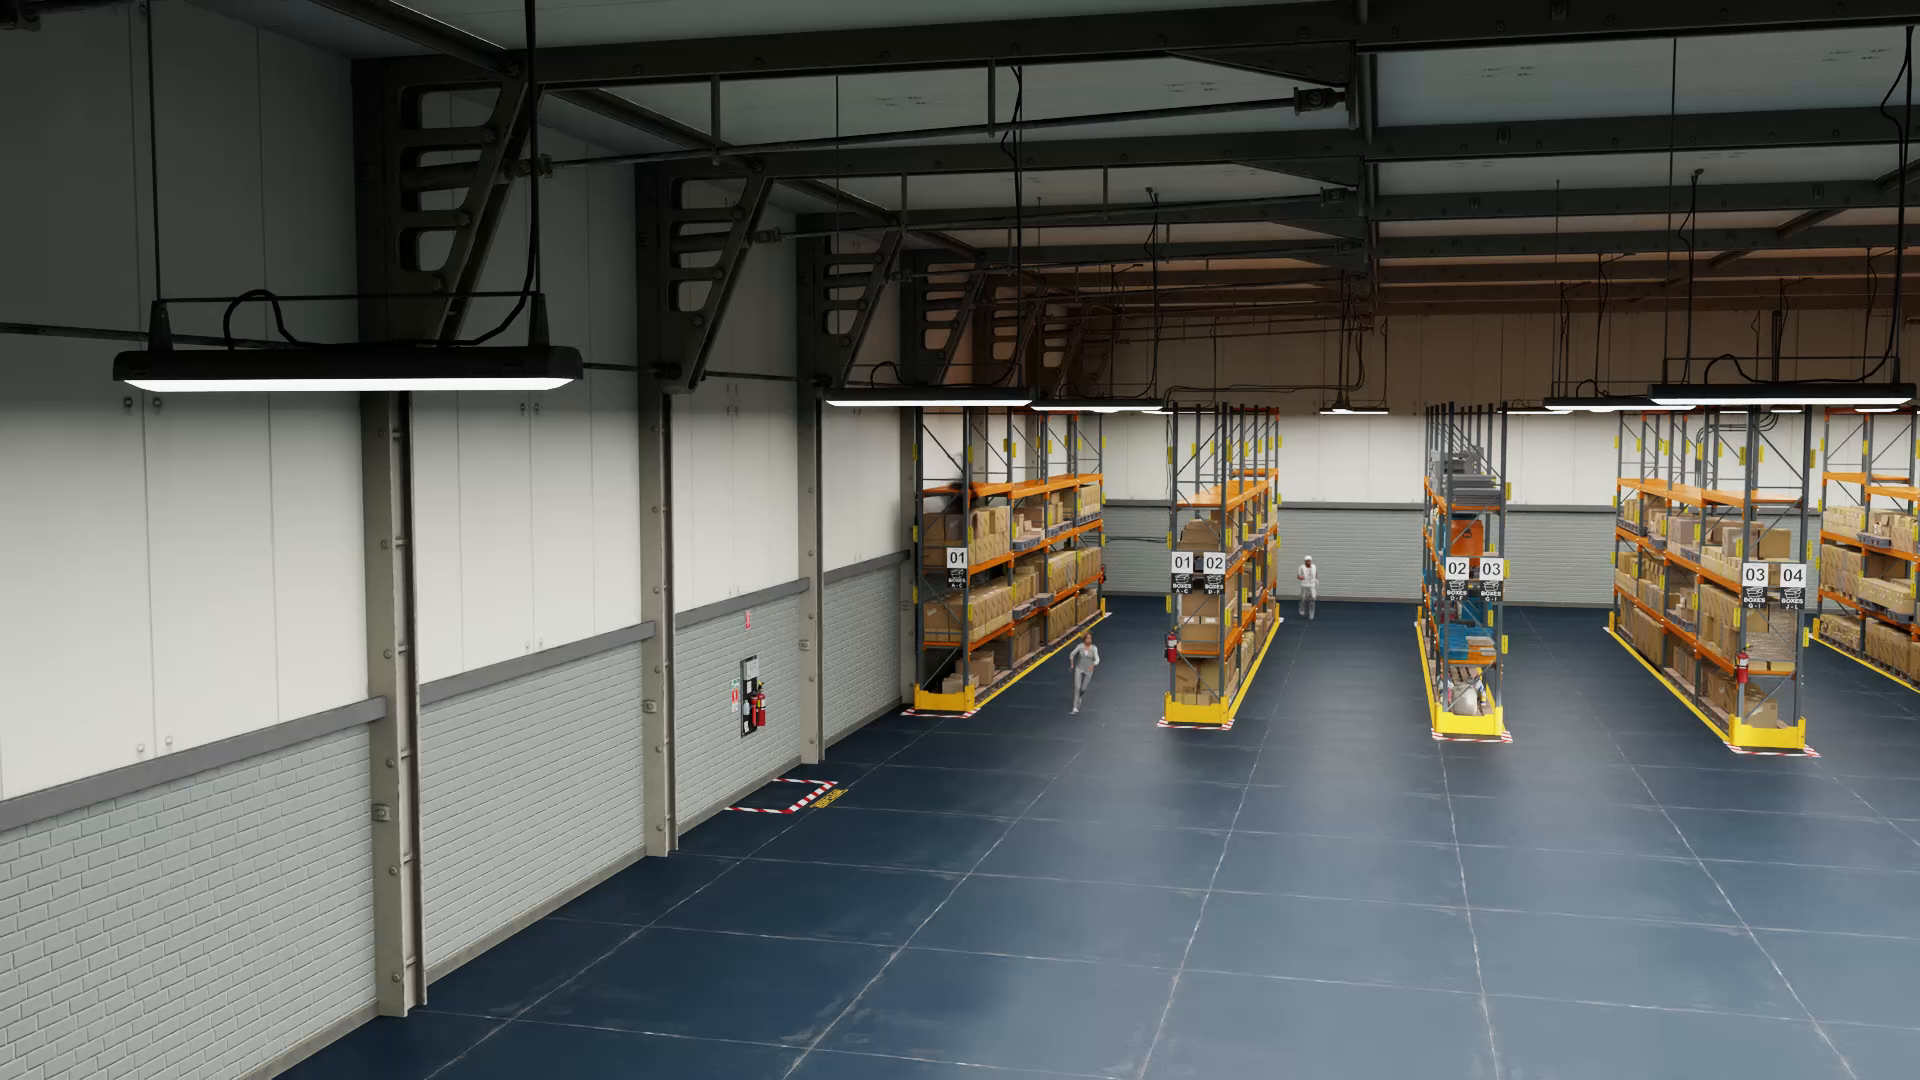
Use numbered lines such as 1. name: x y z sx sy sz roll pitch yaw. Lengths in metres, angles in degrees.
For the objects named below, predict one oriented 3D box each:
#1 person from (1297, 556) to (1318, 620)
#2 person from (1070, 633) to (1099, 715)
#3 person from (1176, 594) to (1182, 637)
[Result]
1. person: 9.873 1.352 47.176 0.663 1.835 0.850 0 4 -6
2. person: 2.417 2.570 32.287 0.574 1.559 0.743 0 4 1
3. person: 5.694 1.767 42.028 0.677 1.735 0.676 0 4 3
